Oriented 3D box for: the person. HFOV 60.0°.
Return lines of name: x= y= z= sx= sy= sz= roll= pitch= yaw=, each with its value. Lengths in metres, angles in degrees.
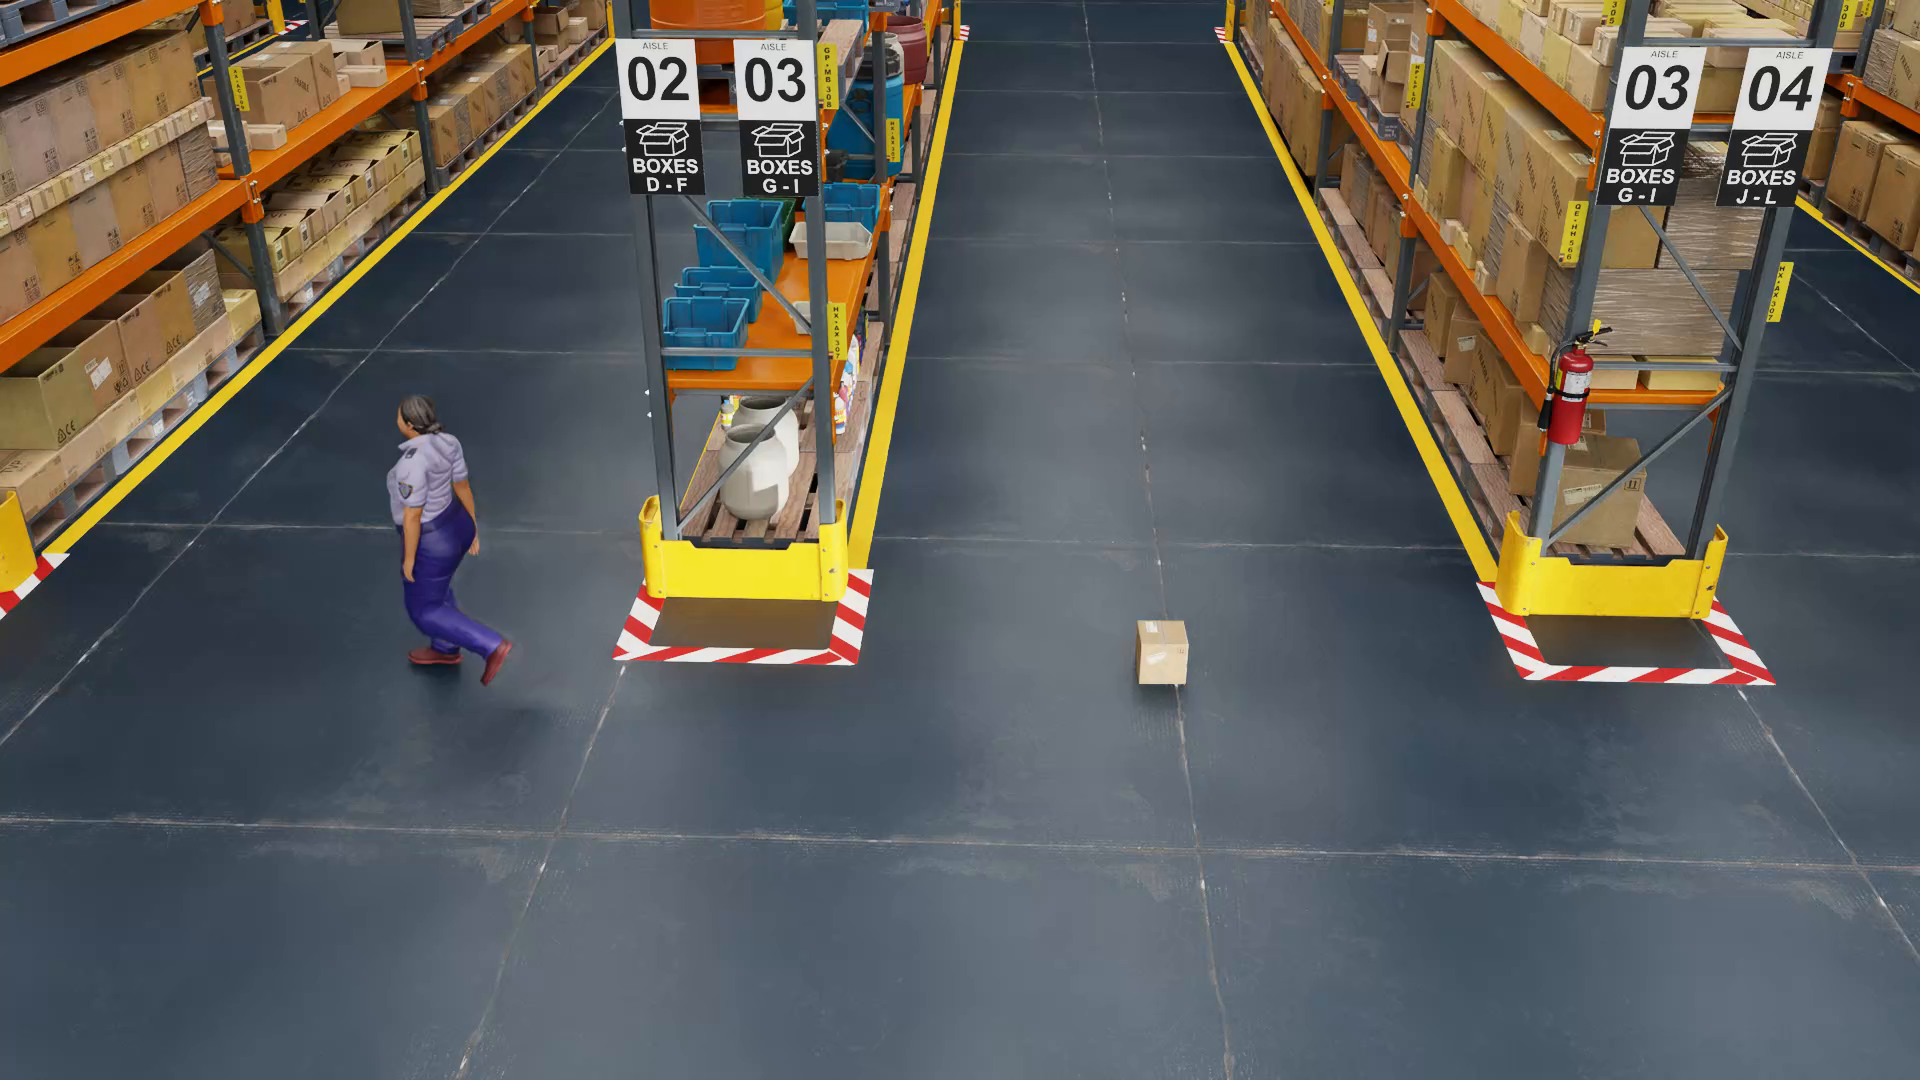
person: x=-2.672 y=0.008 z=8.603 sx=0.735 sy=1.607 sz=0.471 roll=6 pitch=29 yaw=11
